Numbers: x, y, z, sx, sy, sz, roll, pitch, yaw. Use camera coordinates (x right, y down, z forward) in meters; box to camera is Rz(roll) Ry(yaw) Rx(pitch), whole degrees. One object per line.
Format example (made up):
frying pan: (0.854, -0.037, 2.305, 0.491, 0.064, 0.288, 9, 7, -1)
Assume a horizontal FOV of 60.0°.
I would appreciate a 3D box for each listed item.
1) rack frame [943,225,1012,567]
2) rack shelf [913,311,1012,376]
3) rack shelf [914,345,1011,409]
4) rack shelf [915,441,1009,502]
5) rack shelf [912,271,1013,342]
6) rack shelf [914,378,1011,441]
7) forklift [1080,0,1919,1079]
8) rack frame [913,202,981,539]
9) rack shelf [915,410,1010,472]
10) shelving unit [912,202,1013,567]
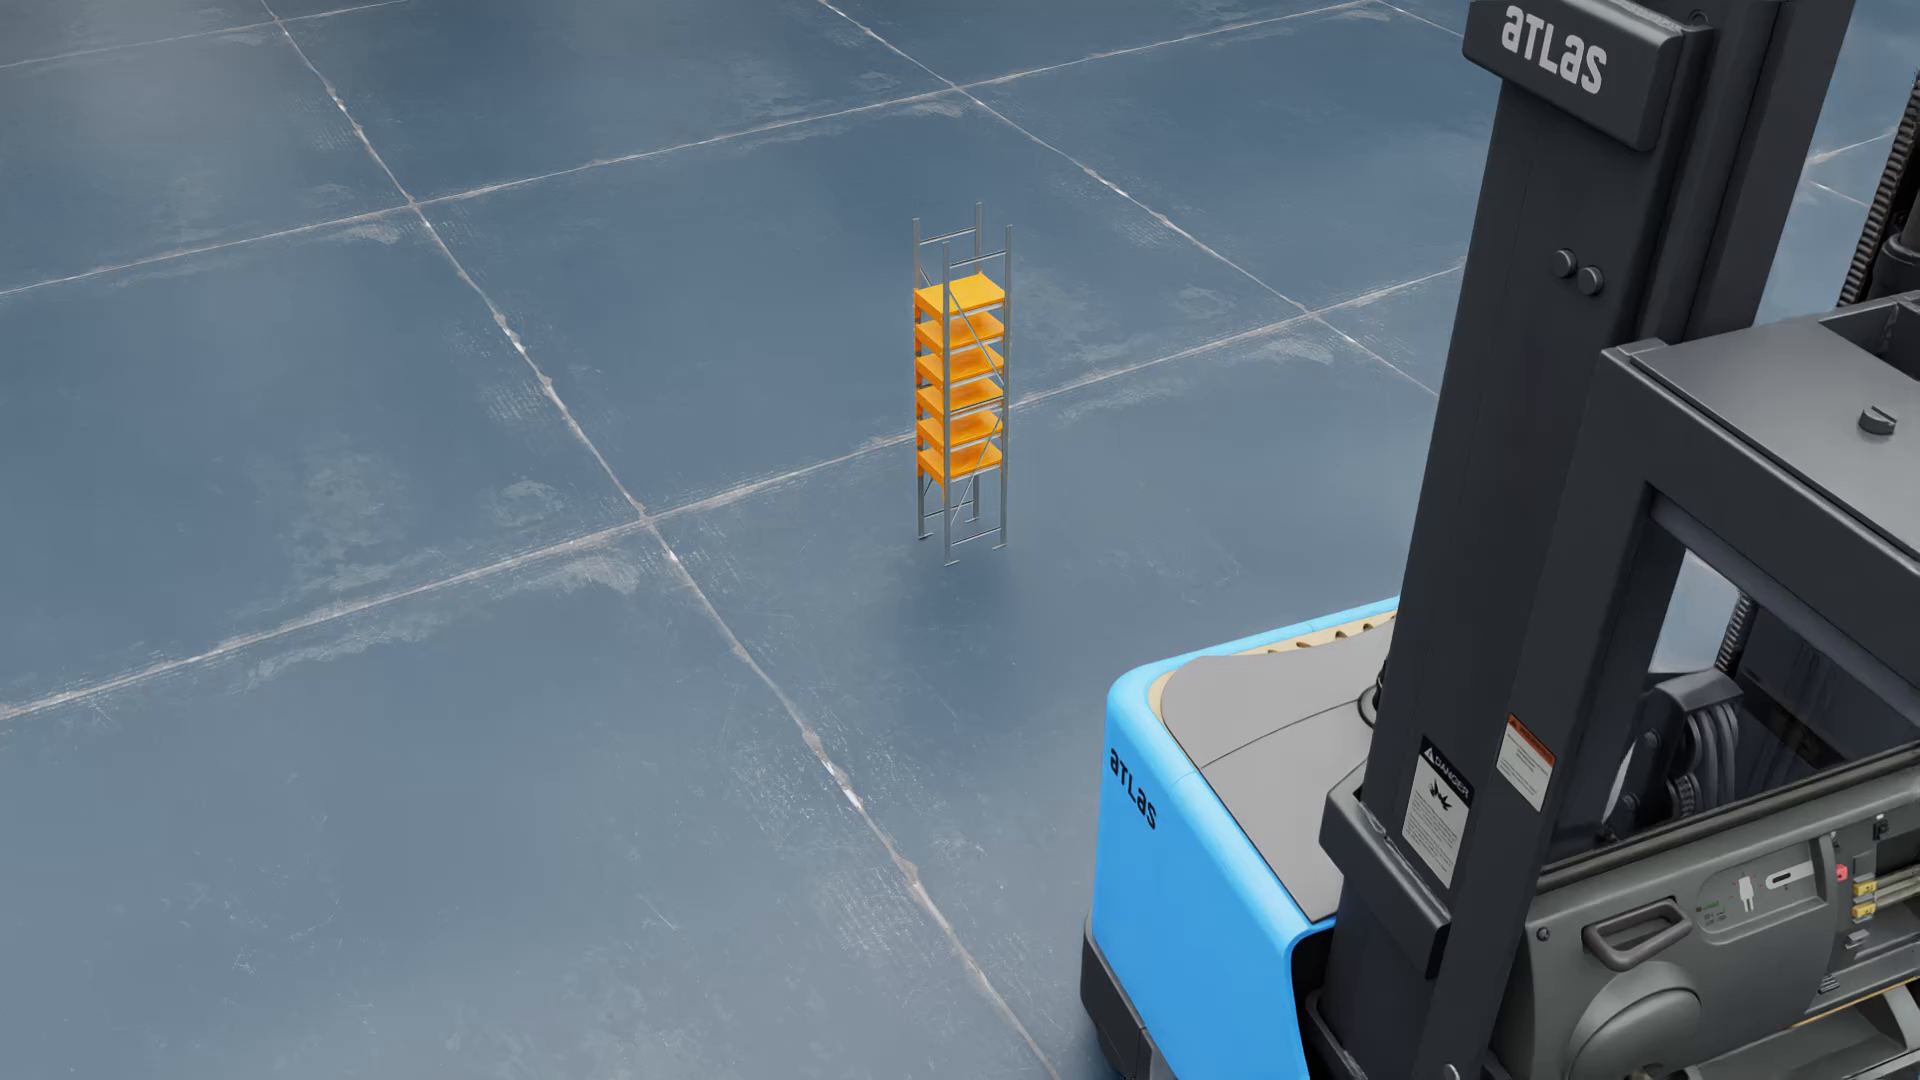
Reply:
rack frame: (0.053, -0.430, 5.322, 0.240, 1.200, 0.006, -19, 40, -24)
rack shelf: (0.007, -0.635, 5.271, 0.258, 0.103, 0.180, -19, 40, -24)
rack shelf: (0.007, -0.538, 5.341, 0.258, 0.103, 0.180, -19, 40, -24)
rack shelf: (0.007, -0.247, 5.554, 0.258, 0.103, 0.180, -19, 40, -24)
rack shelf: (0.007, -0.732, 5.200, 0.258, 0.103, 0.180, -19, 40, -24)
rack shelf: (0.007, -0.441, 5.412, 0.258, 0.103, 0.180, -19, 40, -24)
forklift: (1.315, 0.669, 2.349, 1.130, 2.935, 3.031, -13, 38, -18)
rack frame: (-0.039, -0.524, 5.450, 0.240, 1.200, 0.006, -19, 40, -24)
rack shelf: (0.007, -0.344, 5.483, 0.258, 0.103, 0.180, -19, 40, -24)
shelving unit: (0.007, -0.477, 5.386, 0.258, 1.200, 0.189, -19, 40, -24)
